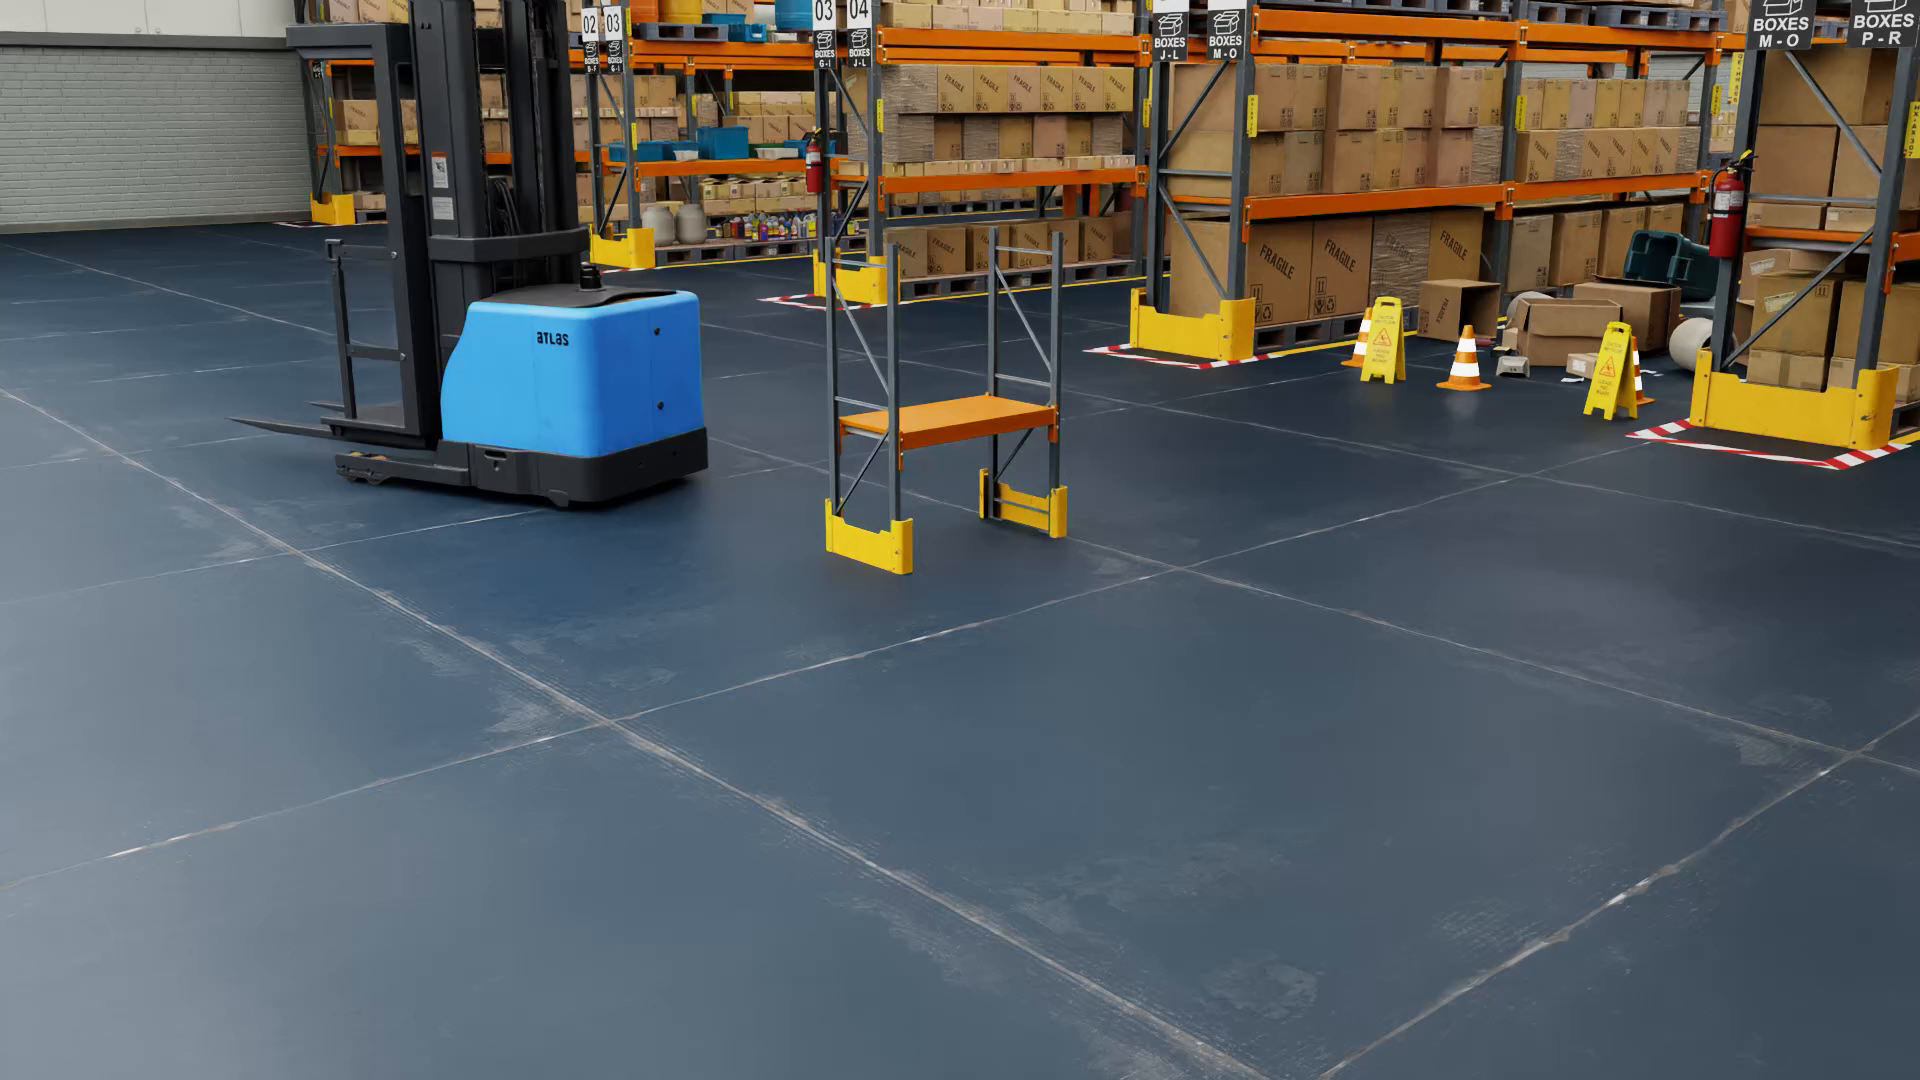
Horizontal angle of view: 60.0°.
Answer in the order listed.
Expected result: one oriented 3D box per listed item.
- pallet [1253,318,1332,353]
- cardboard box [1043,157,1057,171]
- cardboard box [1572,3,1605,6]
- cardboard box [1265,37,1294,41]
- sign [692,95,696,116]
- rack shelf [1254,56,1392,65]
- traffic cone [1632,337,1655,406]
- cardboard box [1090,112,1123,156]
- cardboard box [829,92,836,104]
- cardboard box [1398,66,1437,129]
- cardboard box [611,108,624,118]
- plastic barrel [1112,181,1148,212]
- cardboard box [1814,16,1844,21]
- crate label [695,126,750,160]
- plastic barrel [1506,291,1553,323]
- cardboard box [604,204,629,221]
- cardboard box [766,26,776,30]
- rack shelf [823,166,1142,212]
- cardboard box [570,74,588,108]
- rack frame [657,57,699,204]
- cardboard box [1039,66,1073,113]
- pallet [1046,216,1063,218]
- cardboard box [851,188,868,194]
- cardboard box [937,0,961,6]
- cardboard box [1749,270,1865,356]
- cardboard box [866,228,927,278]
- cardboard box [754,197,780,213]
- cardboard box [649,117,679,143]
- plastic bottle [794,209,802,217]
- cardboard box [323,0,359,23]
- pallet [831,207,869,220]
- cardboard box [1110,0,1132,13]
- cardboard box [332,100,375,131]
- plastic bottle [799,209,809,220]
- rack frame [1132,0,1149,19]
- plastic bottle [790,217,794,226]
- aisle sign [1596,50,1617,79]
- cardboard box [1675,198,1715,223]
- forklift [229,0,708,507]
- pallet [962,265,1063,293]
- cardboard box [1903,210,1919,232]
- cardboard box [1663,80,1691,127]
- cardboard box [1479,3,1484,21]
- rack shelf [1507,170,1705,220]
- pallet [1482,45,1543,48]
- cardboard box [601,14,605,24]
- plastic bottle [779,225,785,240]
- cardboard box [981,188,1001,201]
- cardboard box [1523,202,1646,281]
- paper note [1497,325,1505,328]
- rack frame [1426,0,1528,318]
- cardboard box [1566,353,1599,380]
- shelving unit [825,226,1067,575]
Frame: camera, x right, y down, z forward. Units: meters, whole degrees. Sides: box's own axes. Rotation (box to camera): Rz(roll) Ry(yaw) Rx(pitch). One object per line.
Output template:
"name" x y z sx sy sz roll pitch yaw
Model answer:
"pallet" 2.551 -1.878 14.872 1.213 0.211 1.003 -13 19 -39
"cardboard box" 0.892 -4.318 19.089 0.250 0.149 0.380 -13 19 -39
"cardboard box" 6.578 -5.836 17.637 0.500 0.311 0.500 -13 20 -40
"cardboard box" 3.911 -6.490 21.212 0.500 0.250 0.500 -12 19 -38
"sign" -4.298 -7.013 26.861 0.005 0.325 0.100 -13 19 -39
"rack shelf" 6.129 -8.495 29.822 4.000 0.370 1.077 -13 19 -39
"traffic cone" 4.802 -1.226 11.945 0.334 0.463 0.336 -13 19 -39
"cardboard box" 1.457 -4.863 19.872 0.500 0.500 0.875 -13 19 -39
"cardboard box" -2.844 -9.247 34.794 0.500 0.250 0.500 -12 19 -38
"cardboard box" 3.879 -4.110 15.441 0.550 0.550 0.875 -13 19 -39
"cardboard box" -5.497 -6.766 26.317 0.250 0.149 0.380 -13 20 -40
"plastic barrel" 2.813 -5.692 27.607 0.708 0.588 0.600 -13 19 -39
"cardboard box" 10.693 -6.765 20.944 0.500 0.500 0.700 -13 19 -39
"crate label" -3.221 -5.403 22.597 0.616 0.435 0.502 -13 19 -39
"plastic barrel" 5.168 -2.017 14.980 0.421 0.421 0.512 0 15 -1
"cardboard box" -5.621 -5.247 26.596 0.500 0.250 0.500 -13 19 -39
"cardboard box" -3.181 -8.556 28.132 0.500 0.250 0.500 14 20 42
"rack shelf" 0.328 -4.049 18.988 4.000 0.370 1.077 -13 19 -39
"cardboard box" -6.130 -7.008 25.965 0.500 0.500 0.700 -13 19 -39
"rack frame" -4.663 -6.664 27.386 0.127 3.000 1.000 -13 19 -39
"cardboard box" 0.924 -5.111 18.863 0.500 0.500 0.500 -13 19 -39
"pallet" 2.170 -5.171 27.201 1.213 0.211 1.003 -13 19 -39
"cardboard box" -1.879 -6.350 29.640 0.500 0.311 0.500 -12 19 -38
"cardboard box" -0.200 -5.752 17.679 0.250 0.149 0.380 -12 19 -37
"cardboard box" 5.758 -1.551 11.306 0.500 0.500 0.500 -12 19 -39
"cardboard box" -0.699 -3.155 18.279 0.500 0.500 0.500 -9 17 -29
"cardboard box" -3.421 -5.733 28.416 0.500 0.250 0.500 -13 20 -41
"cardboard box" -4.994 -6.636 27.087 0.500 0.500 0.700 -13 20 -41
"plastic bottle" -2.296 -4.576 23.849 0.185 0.351 0.144 -12 19 -38
"cardboard box" -10.485 -8.958 27.993 0.500 0.500 0.500 14 21 43
"pallet" -2.292 -5.863 29.789 1.213 0.211 1.003 -13 19 -39
"cardboard box" 1.781 -6.193 19.328 0.250 0.149 0.380 -12 19 -38
"cardboard box" -10.378 -7.272 28.461 0.500 0.500 0.500 -13 19 -39
"plastic bottle" -2.201 -4.548 23.744 0.185 0.351 0.144 -13 19 -39
"rack frame" 1.837 -7.633 19.390 0.127 3.000 1.000 -13 19 -39
"plastic bottle" -2.295 -4.341 23.100 0.133 0.283 0.061 -13 19 -39
"aisle sign" 10.747 -8.094 27.703 0.004 0.787 0.394 -13 19 -39
"cardboard box" 8.713 -3.857 19.454 0.500 0.250 0.500 -14 20 -42
"forklift" -2.987 -1.838 9.451 3.031 2.935 1.130 8 17 27
"pallet" 0.432 -3.059 19.294 1.213 0.211 1.003 -13 19 -39
"cardboard box" 5.898 -2.070 10.672 0.250 0.149 0.380 -12 19 -39
"cardboard box" 7.689 -4.887 18.602 0.500 0.500 0.700 -13 20 -40
"cardboard box" 7.441 -7.690 24.408 0.500 0.500 0.700 -12 19 -38
"rack shelf" 6.525 -3.743 17.846 4.000 0.370 1.077 -13 19 -39
"pallet" 8.496 -7.633 25.373 1.213 0.211 1.003 -13 19 -39
"cardboard box" -5.624 -8.215 26.469 0.500 0.311 0.500 -14 20 -42
"plastic bottle" -2.451 -4.220 22.808 0.097 0.201 0.097 0 15 0
"cardboard box" 0.431 -6.718 31.579 0.500 0.500 0.500 -12 19 -39
"cardboard box" 6.858 -3.311 18.380 0.750 0.750 1.050 -12 19 -39
"paper note" 5.104 -2.028 15.782 0.147 0.020 0.142 2 15 9
"rack frame" 5.016 -3.752 16.485 0.127 3.000 1.000 -13 19 -39
"cardboard box" 4.987 -1.366 13.075 0.250 0.149 0.380 -3 15 -11
"shelving unit" -0.058 -0.712 8.008 1.083 1.500 0.587 -13 19 -39
